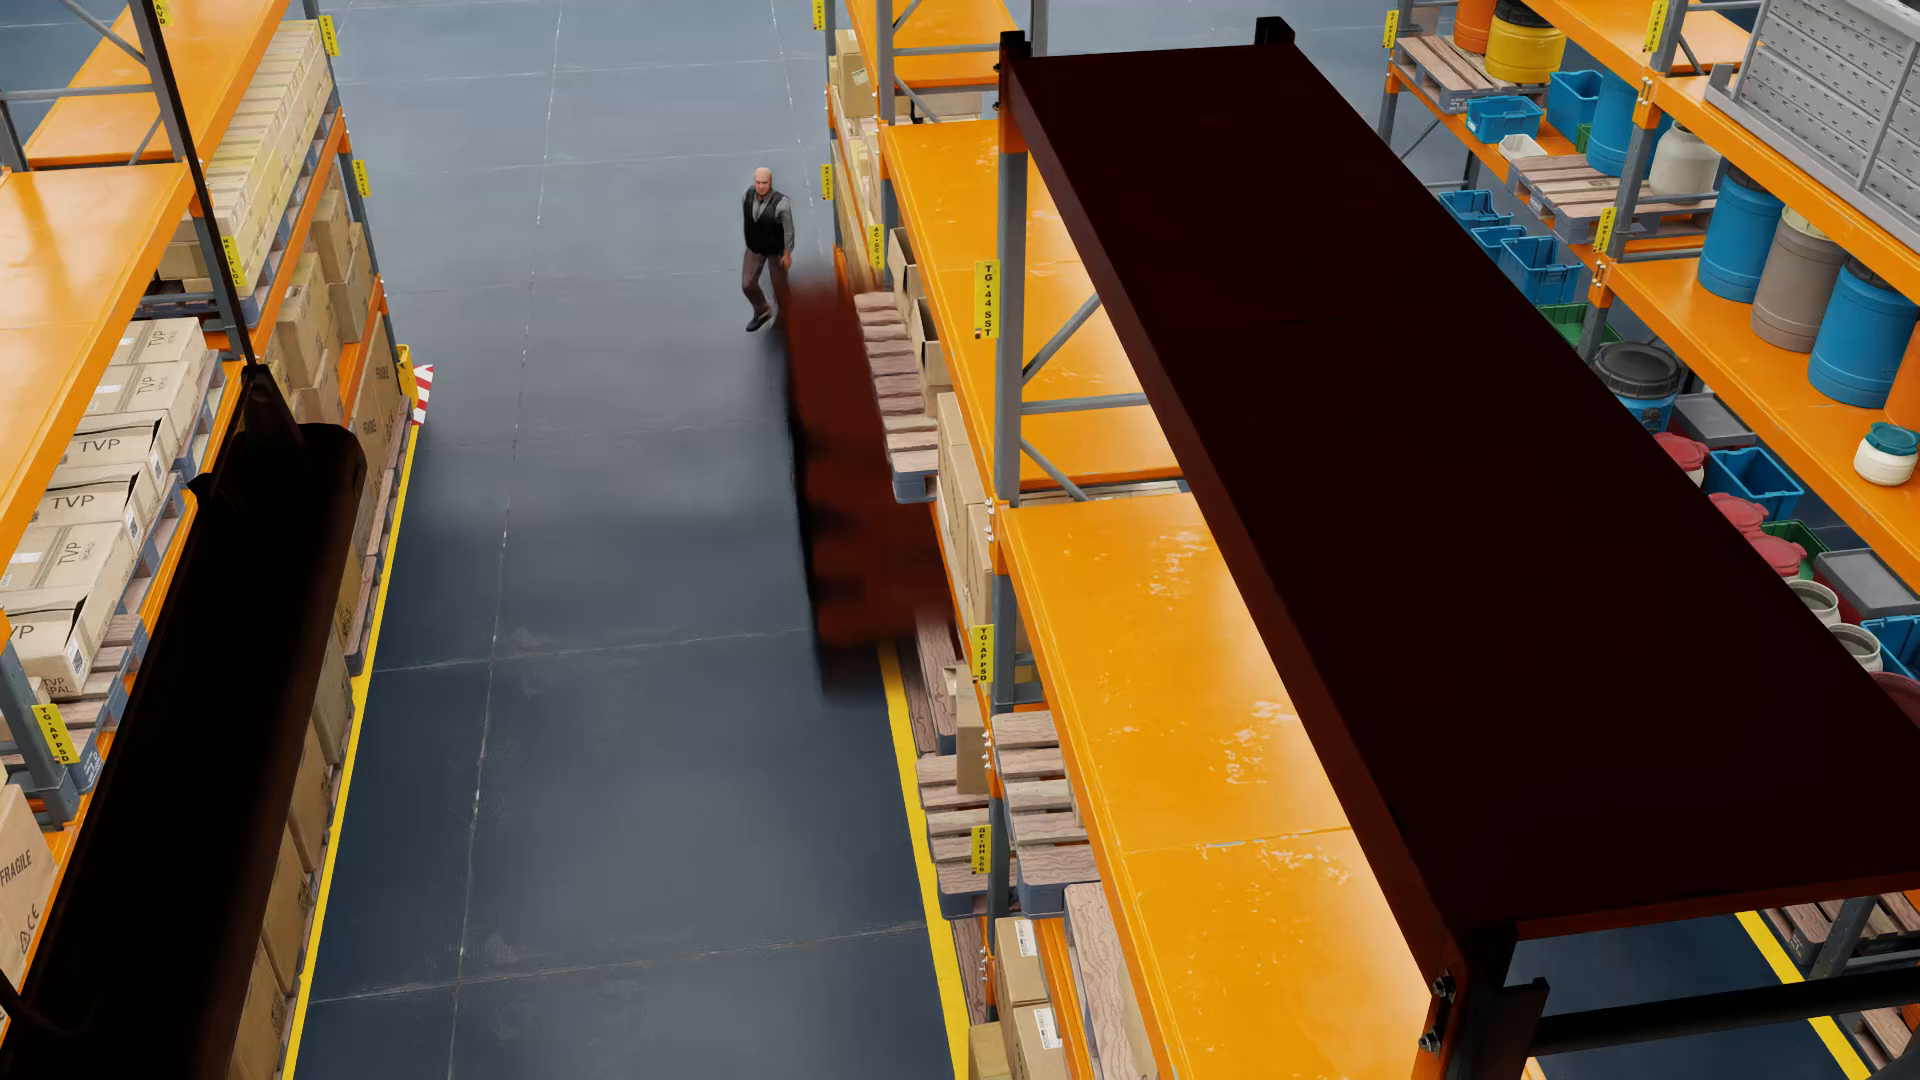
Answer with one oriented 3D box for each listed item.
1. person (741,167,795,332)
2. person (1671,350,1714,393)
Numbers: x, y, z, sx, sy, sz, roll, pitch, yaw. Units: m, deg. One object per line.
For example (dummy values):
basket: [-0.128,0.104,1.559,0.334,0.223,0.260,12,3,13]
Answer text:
person: [-1.806,-2.755,15.751,0.578,1.718,0.550,15,39,20]
person: [6.491,-1.810,14.477,0.577,1.700,1.214,1,36,1]
